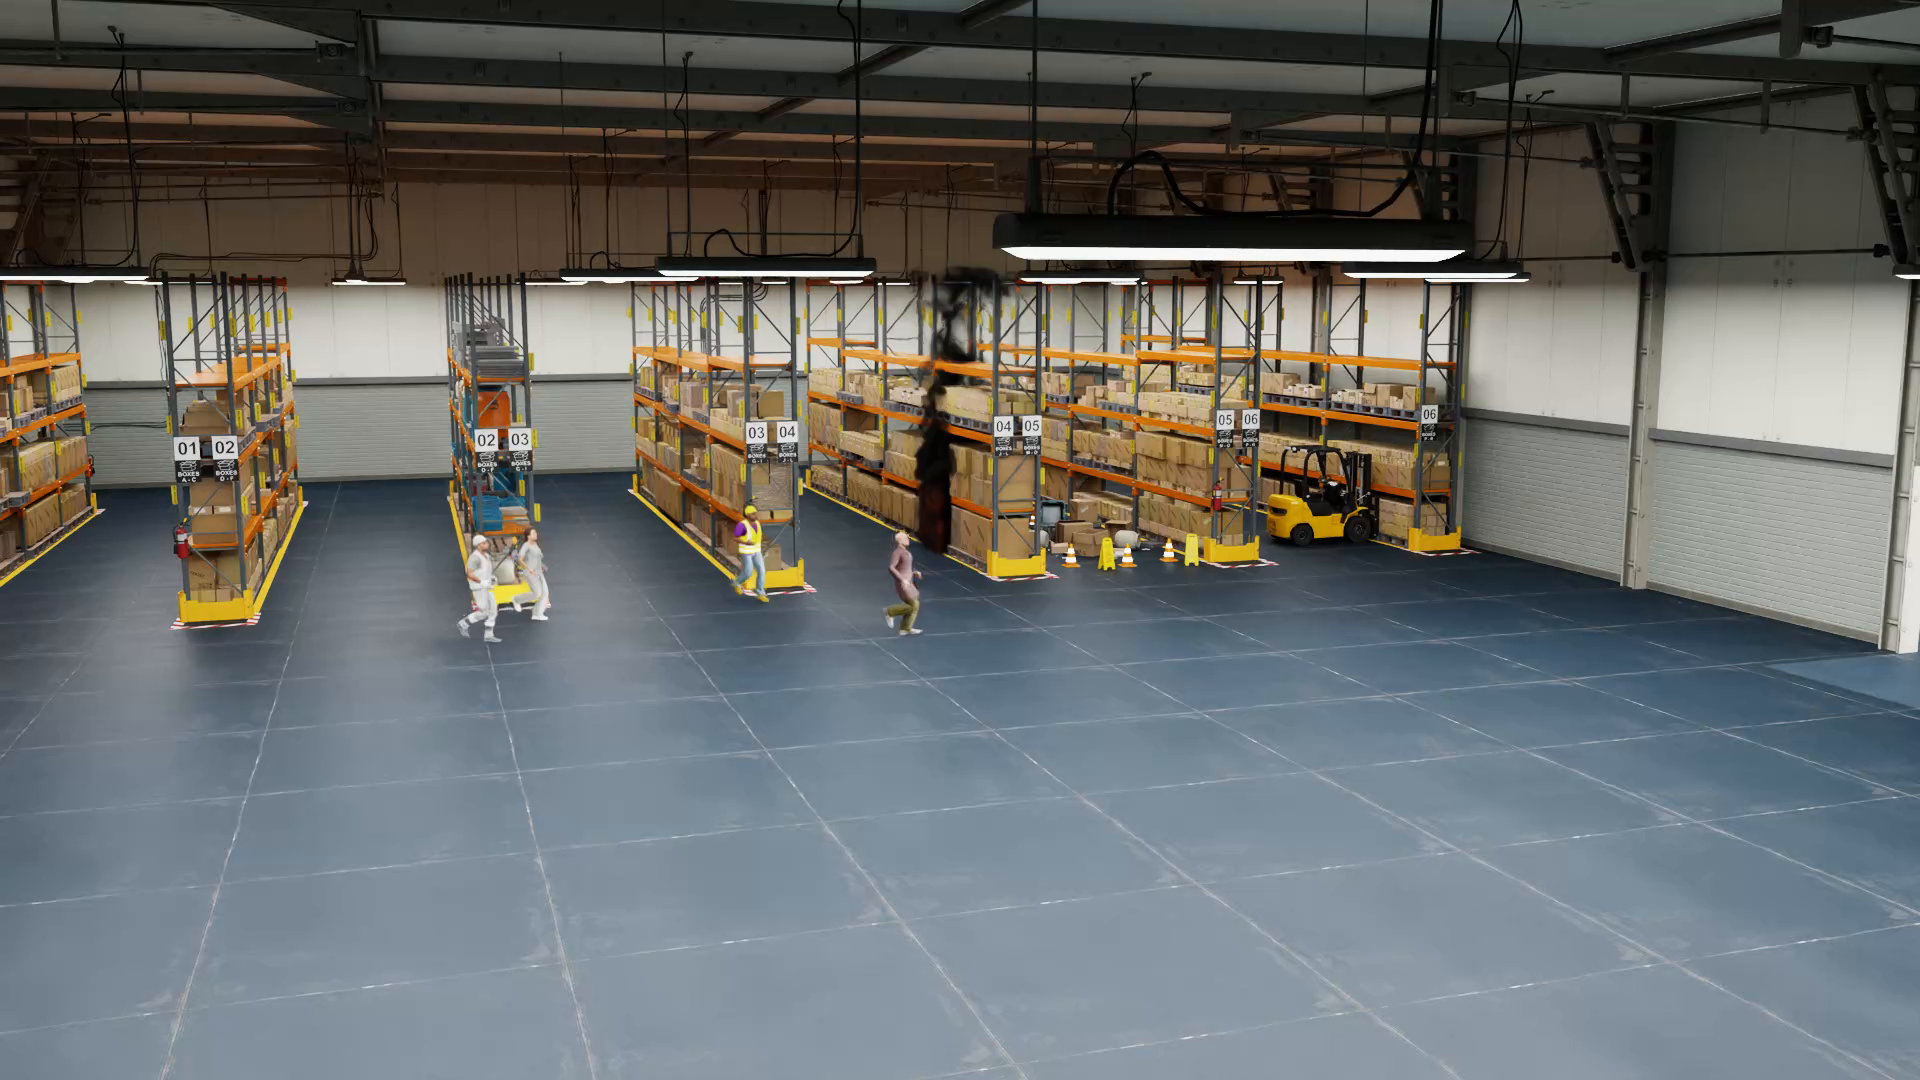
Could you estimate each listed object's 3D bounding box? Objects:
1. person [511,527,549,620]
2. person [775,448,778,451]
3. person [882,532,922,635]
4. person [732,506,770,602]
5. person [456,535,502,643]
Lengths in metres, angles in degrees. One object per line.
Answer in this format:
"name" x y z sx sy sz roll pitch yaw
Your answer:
"person" -7.467 0.582 28.924 0.662 1.630 0.580 2 9 14
"person" -5.160 -2.515 49.188 0.660 1.693 0.720 -7 11 -37
"person" -0.960 0.728 27.628 0.630 1.730 0.724 2 9 10
"person" -3.877 0.242 30.677 0.937 1.763 0.737 8 12 42
"person" -7.826 0.793 27.047 0.717 1.771 0.683 1 9 5
